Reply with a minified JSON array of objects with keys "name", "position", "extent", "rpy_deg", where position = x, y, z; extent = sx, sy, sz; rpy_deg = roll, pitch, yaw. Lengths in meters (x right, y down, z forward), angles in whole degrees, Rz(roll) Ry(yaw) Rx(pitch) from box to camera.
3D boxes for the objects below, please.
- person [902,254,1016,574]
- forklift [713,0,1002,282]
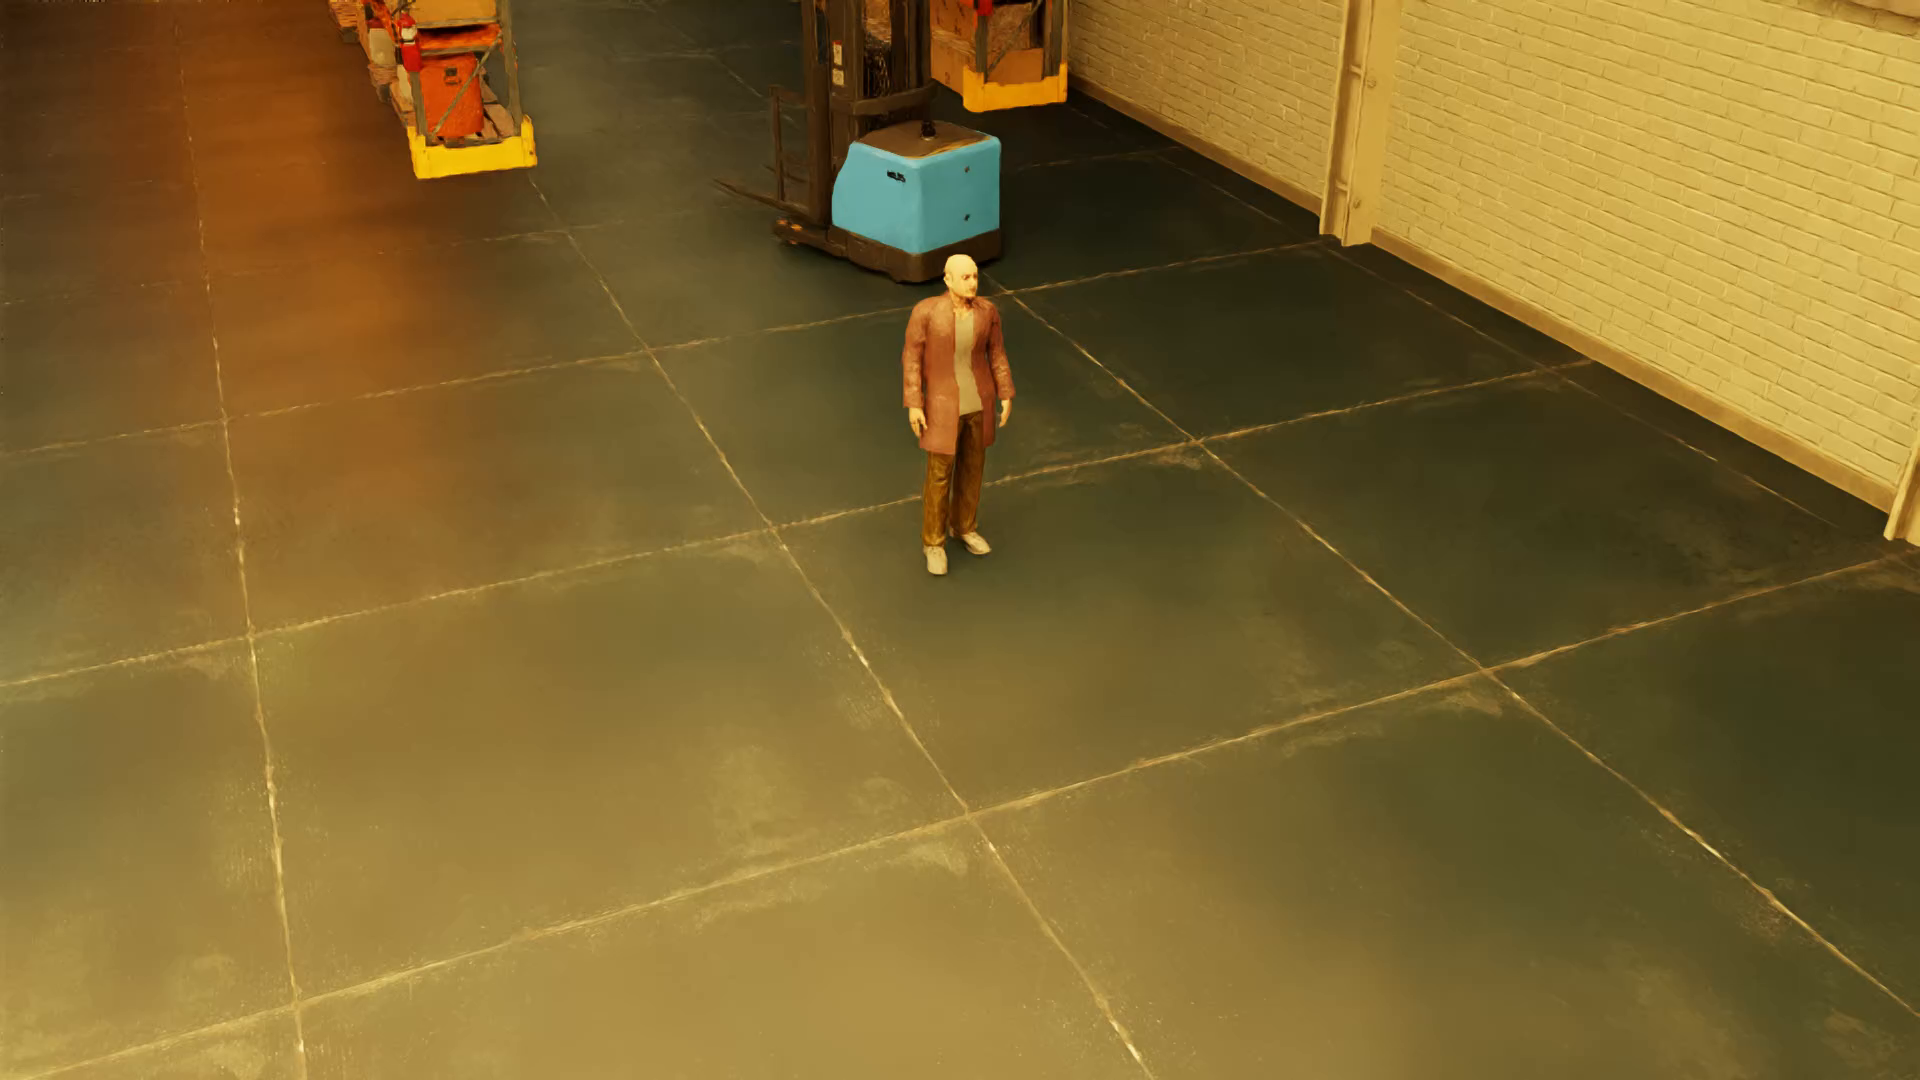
[{"name":"person","position":[0.032,-0.735,9.554],"extent":[0.694,1.776,0.580],"rpy_deg":[-12,32,-20]},{"name":"forklift","position":[-1.026,-4.027,14.163],"extent":[1.130,2.935,3.031],"rpy_deg":[-25,38,-37]}]
